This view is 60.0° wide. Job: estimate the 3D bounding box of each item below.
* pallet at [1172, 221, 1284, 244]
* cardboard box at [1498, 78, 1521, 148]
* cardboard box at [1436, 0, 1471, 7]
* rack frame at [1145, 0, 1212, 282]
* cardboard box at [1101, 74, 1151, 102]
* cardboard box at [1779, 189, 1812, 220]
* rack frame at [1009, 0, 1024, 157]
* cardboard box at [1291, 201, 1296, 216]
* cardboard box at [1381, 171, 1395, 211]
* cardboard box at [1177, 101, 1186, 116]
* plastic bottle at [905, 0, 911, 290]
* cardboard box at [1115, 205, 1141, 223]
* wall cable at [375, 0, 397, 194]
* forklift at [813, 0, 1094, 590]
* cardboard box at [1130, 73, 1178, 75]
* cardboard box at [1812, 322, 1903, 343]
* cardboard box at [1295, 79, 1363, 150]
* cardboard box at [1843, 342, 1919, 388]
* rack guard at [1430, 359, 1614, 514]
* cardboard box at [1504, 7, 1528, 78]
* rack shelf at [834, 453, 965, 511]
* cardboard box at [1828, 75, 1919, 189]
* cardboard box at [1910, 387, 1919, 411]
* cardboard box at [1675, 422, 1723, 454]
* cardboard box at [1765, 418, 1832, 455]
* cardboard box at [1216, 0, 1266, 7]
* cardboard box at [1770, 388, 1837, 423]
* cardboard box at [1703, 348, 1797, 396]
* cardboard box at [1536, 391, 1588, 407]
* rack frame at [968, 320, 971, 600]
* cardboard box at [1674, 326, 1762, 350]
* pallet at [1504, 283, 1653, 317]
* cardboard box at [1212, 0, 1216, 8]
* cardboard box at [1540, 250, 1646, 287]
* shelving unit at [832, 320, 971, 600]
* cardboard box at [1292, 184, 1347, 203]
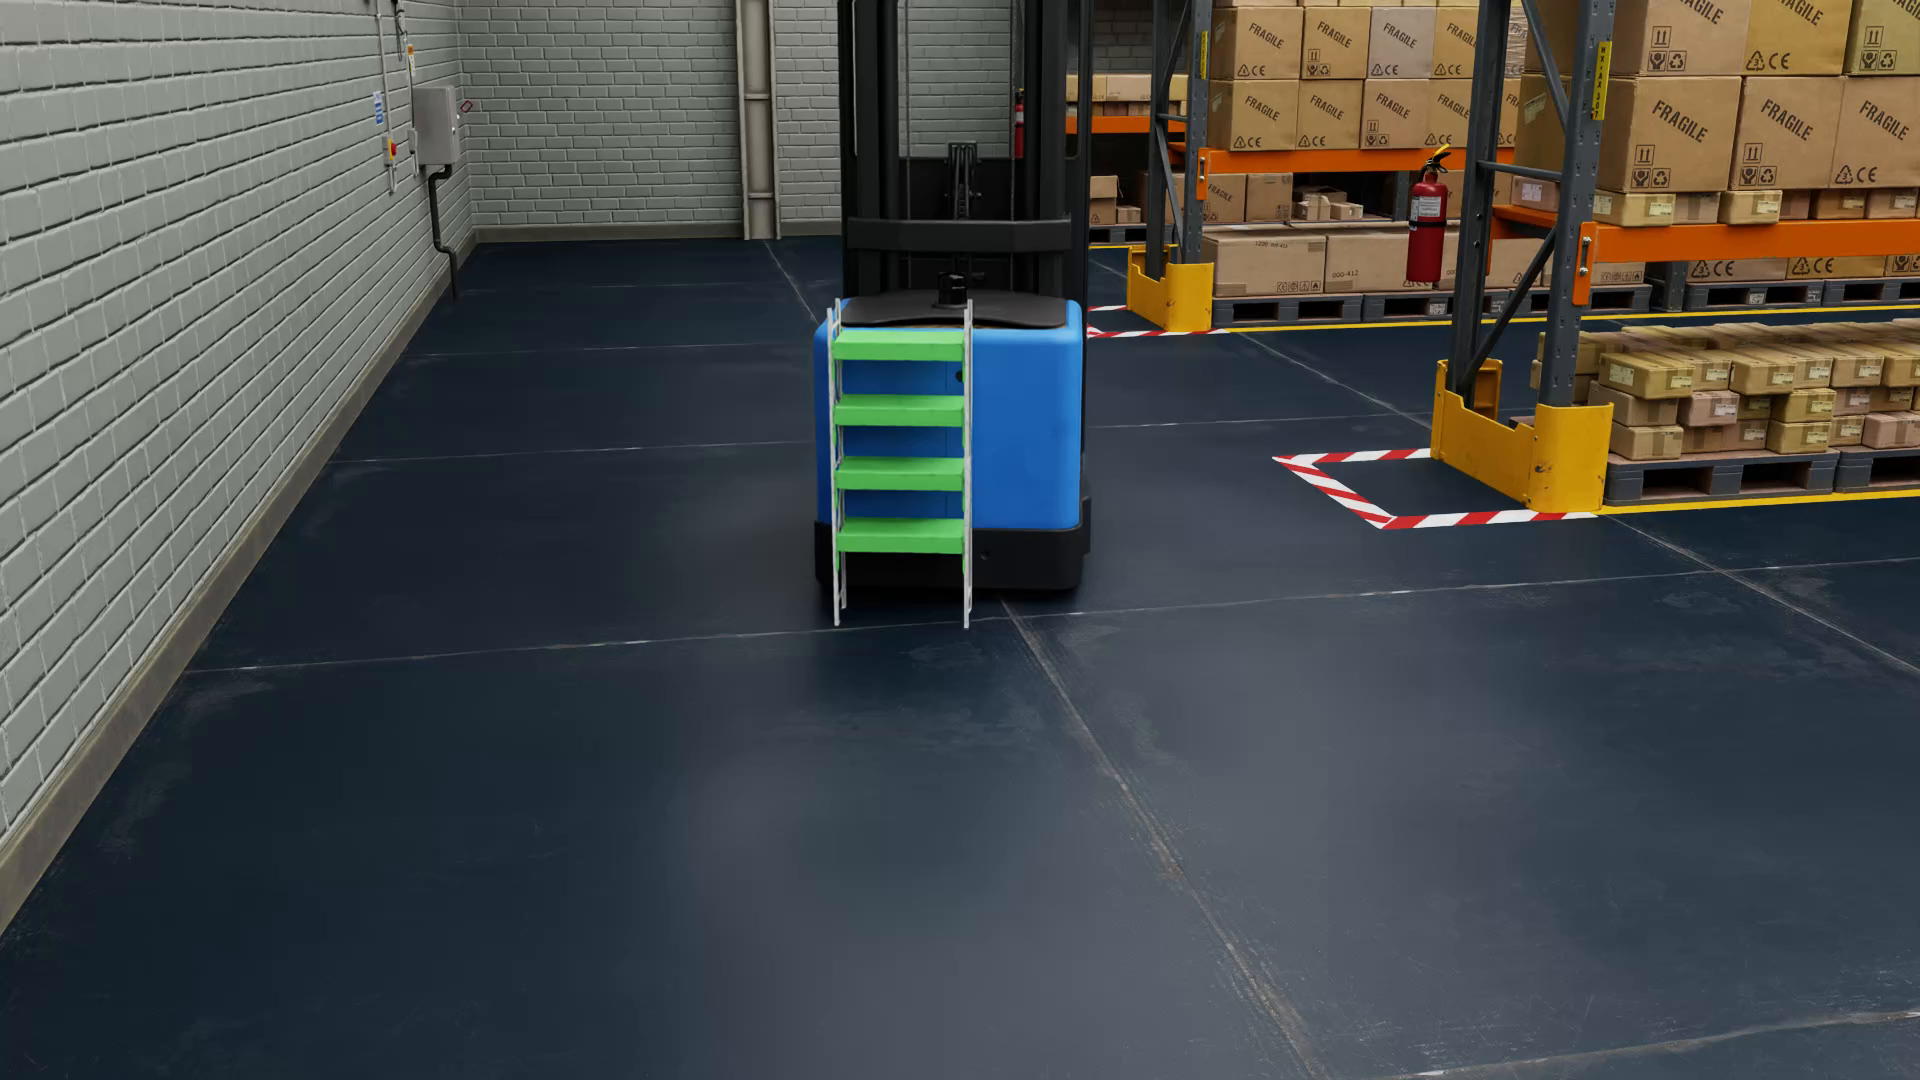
[{"bbox_3d":[2.735,-3.361,17.894,1.213,0.211,1.003,-3,17,-10],"label":"pallet"},{"bbox_3d":[4.153,-3.256,12.633,0.500,0.500,0.500,-4,17,-11],"label":"cardboard box"},{"bbox_3d":[3.560,-3.997,12.239,0.250,0.149,0.380,-4,17,-12],"label":"cardboard box"},{"bbox_3d":[1.628,-3.147,12.450,0.127,3.000,1.000,-3,17,-10],"label":"rack frame"},{"bbox_3d":[1.674,-4.624,17.007,0.500,0.250,0.500,-3,17,-10],"label":"cardboard box"},{"bbox_3d":[3.791,-1.609,7.869,0.250,0.149,0.380,-2,17,-8],"label":"cardboard box"},{"bbox_3d":[0.683,-4.578,17.108,0.127,3.000,1.000,-3,17,-10],"label":"rack frame"},{"bbox_3d":[3.491,-3.646,18.213,0.250,0.149,0.380,-3,17,-11],"label":"cardboard box"},{"bbox_3d":[5.036,-3.919,18.505,0.500,0.500,0.500,-3,17,-11],"label":"cardboard box"},{"bbox_3d":[2.332,-4.454,17.134,0.250,0.149,0.380,-4,17,-12],"label":"cardboard box"},{"bbox_3d":[6.896,-2.078,8.968,15.089,2.616,20.093,-3,17,-10],"label":"plastic bottle"},{"bbox_3d":[1.726,-3.435,17.527,0.250,0.149,0.380,-4,18,-13],"label":"cardboard box"},{"bbox_3d":[-3.904,-3.327,11.251,0.123,1.953,0.585,-3,17,-10],"label":"wall cable"},{"bbox_3d":[0.040,-1.591,7.499,1.130,2.935,3.031,1,17,3],"label":"forklift"},{"bbox_3d":[2.078,-4.805,17.596,0.500,0.250,0.500,-3,17,-9],"label":"cardboard box"},{"bbox_3d":[4.677,-1.032,8.690,0.250,0.149,0.380,-3,17,-10],"label":"cardboard box"},{"bbox_3d":[3.359,-3.350,10.131,1.047,2.149,4.883,-3,17,-11],"label":"cardboard box"},{"bbox_3d":[4.534,-0.858,8.125,0.250,0.149,0.380,-3,17,-10],"label":"cardboard box"},{"bbox_3d":[2.741,-0.535,8.203,0.348,0.500,1.175,-3,17,-10],"label":"rack guard"},{"bbox_3d":[4.147,-3.733,12.483,0.500,0.500,0.500,-3,17,-10],"label":"cardboard box"},{"bbox_3d":[-0.214,-0.218,6.194,0.480,0.148,0.258,1,17,3],"label":"rack shelf"},{"bbox_3d":[4.163,-1.922,7.784,0.500,0.500,0.500,-3,17,-10],"label":"cardboard box"},{"bbox_3d":[4.773,-0.764,8.323,0.276,0.149,0.397,-4,17,-12],"label":"cardboard box"},{"bbox_3d":[3.483,-0.539,8.098,0.250,0.149,0.380,-3,17,-11],"label":"cardboard box"},{"bbox_3d":[3.997,-0.537,8.093,0.250,0.149,0.380,-3,17,-10],"label":"cardboard box"},{"bbox_3d":[2.029,-3.923,11.998,0.250,0.149,0.380,-3,17,-9],"label":"cardboard box"},{"bbox_3d":[4.005,-0.682,8.058,0.250,0.149,0.380,-3,17,-9],"label":"cardboard box"},{"bbox_3d":[3.765,-0.807,7.956,0.250,0.149,0.380,-3,17,-11],"label":"cardboard box"},{"bbox_3d":[3.143,-0.653,8.470,0.250,0.149,0.380,-3,17,-10],"label":"cardboard box"},{"bbox_3d":[0.030,-0.275,6.162,0.006,1.046,0.228,1,17,3],"label":"rack frame"},{"bbox_3d":[3.892,-0.995,8.571,0.250,0.149,0.380,-4,18,-13],"label":"cardboard box"},{"bbox_3d":[4.794,-2.017,13.520,1.213,0.211,1.003,-3,17,-10],"label":"pallet"},{"bbox_3d":[1.942,-4.061,12.446,0.250,0.149,0.380,-3,17,-10],"label":"cardboard box"},{"bbox_3d":[4.918,-2.342,13.476,0.875,0.438,0.875,-3,17,-11],"label":"cardboard box"},{"bbox_3d":[-0.210,-0.279,6.175,0.487,1.046,0.258,1,17,3],"label":"shelving unit"},{"bbox_3d":[3.917,-3.748,18.268,0.500,0.311,0.500,-3,17,-8],"label":"cardboard box"}]
